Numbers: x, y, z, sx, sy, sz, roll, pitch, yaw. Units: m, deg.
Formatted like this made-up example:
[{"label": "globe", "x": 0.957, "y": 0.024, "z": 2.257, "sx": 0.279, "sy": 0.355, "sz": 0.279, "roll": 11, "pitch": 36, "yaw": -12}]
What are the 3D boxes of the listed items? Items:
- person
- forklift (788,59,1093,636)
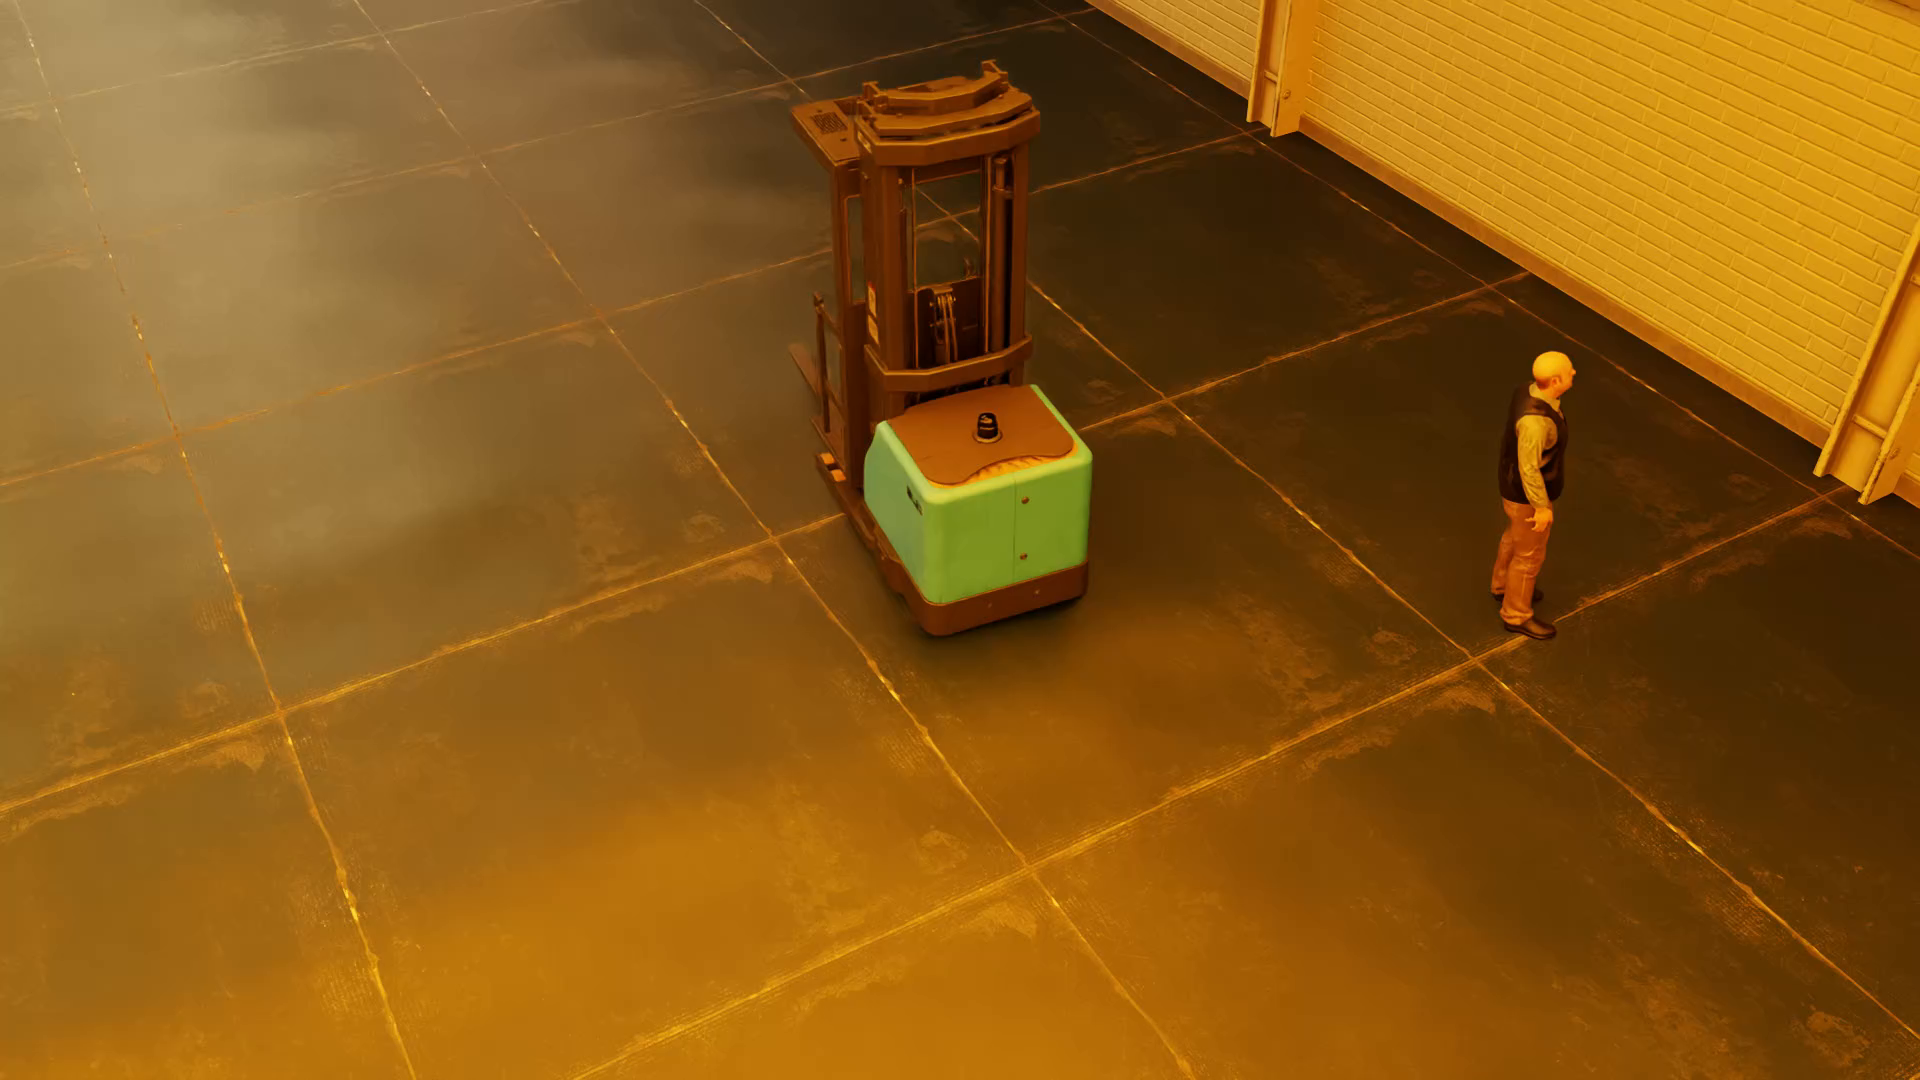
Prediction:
[{"label": "person", "x": 3.252, "y": -0.282, "z": 9.325, "sx": 0.527, "sy": 1.732, "sz": 0.619, "roll": 8, "pitch": 40, "yaw": 9}, {"label": "forklift", "x": -0.293, "y": -1.518, "z": 9.867, "sx": 1.130, "sy": 2.935, "sz": 3.031, "roll": -15, "pitch": 42, "yaw": -18}]
